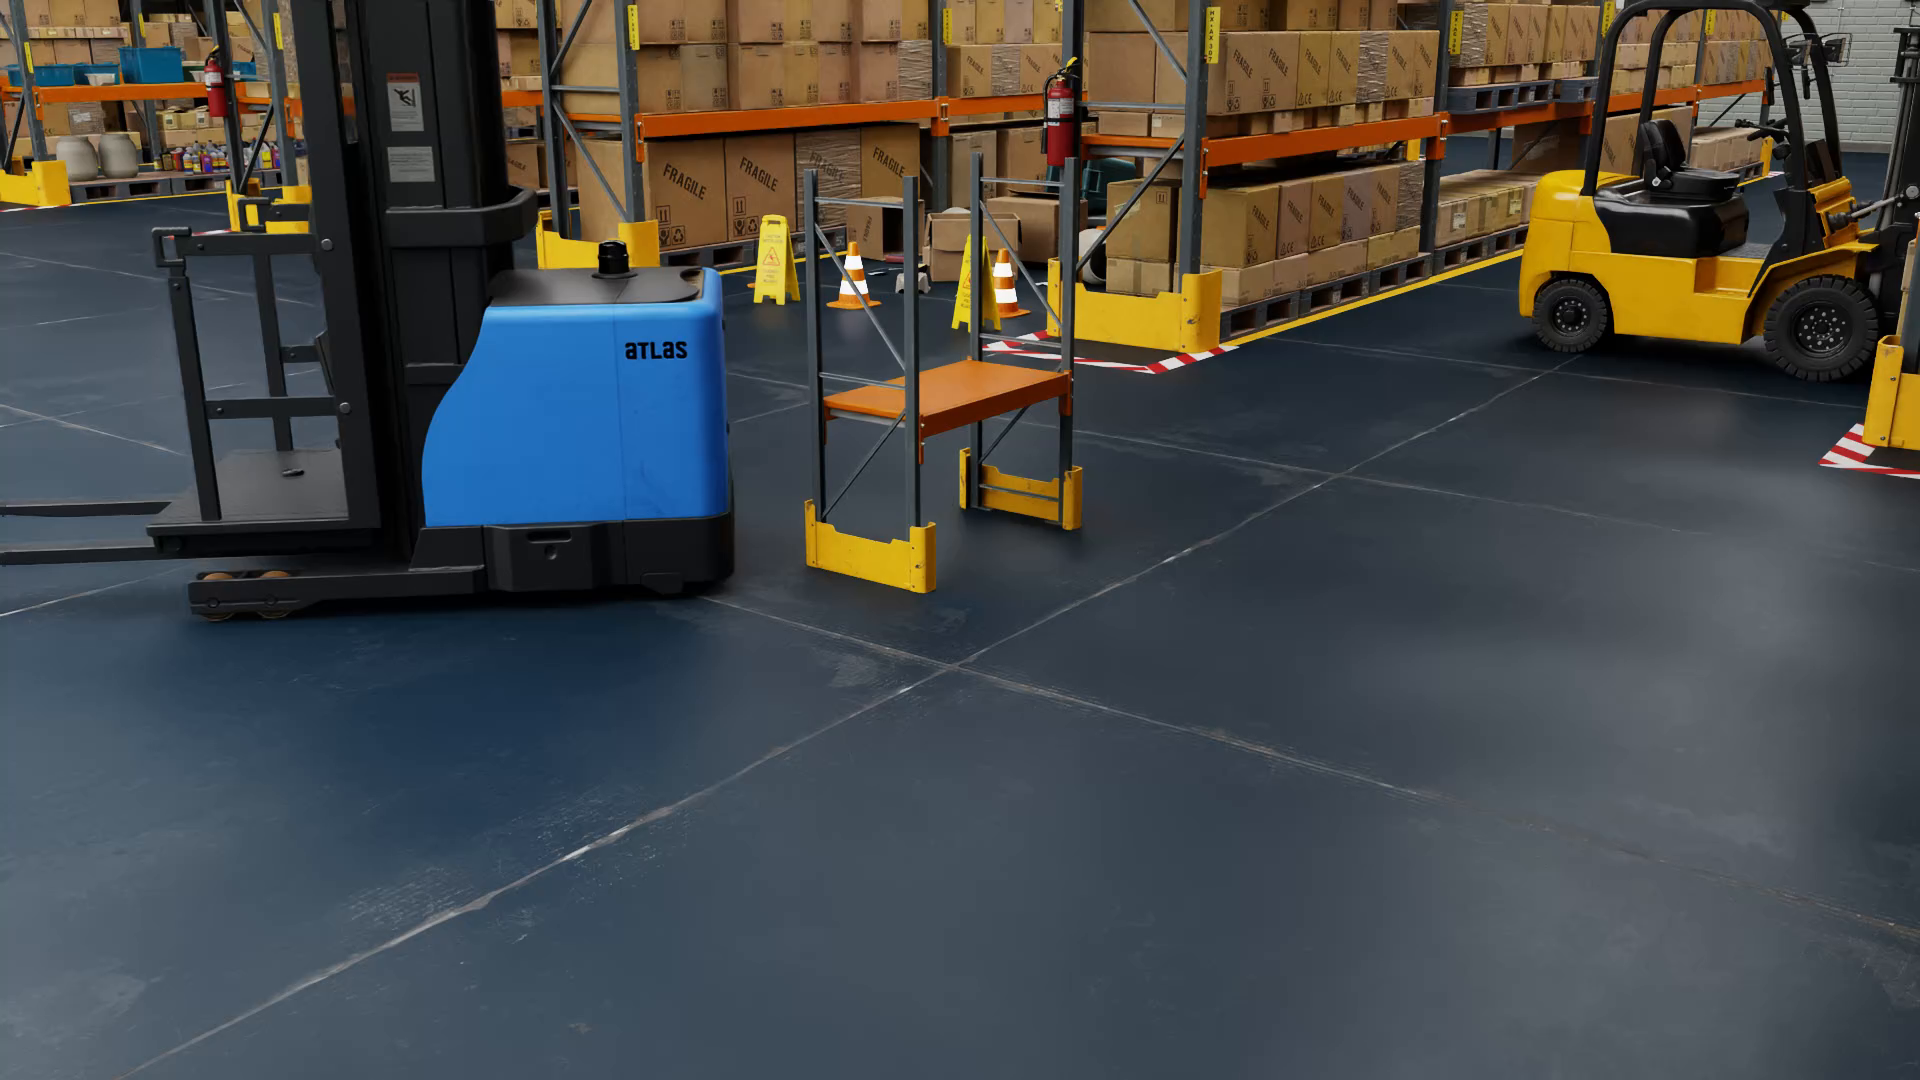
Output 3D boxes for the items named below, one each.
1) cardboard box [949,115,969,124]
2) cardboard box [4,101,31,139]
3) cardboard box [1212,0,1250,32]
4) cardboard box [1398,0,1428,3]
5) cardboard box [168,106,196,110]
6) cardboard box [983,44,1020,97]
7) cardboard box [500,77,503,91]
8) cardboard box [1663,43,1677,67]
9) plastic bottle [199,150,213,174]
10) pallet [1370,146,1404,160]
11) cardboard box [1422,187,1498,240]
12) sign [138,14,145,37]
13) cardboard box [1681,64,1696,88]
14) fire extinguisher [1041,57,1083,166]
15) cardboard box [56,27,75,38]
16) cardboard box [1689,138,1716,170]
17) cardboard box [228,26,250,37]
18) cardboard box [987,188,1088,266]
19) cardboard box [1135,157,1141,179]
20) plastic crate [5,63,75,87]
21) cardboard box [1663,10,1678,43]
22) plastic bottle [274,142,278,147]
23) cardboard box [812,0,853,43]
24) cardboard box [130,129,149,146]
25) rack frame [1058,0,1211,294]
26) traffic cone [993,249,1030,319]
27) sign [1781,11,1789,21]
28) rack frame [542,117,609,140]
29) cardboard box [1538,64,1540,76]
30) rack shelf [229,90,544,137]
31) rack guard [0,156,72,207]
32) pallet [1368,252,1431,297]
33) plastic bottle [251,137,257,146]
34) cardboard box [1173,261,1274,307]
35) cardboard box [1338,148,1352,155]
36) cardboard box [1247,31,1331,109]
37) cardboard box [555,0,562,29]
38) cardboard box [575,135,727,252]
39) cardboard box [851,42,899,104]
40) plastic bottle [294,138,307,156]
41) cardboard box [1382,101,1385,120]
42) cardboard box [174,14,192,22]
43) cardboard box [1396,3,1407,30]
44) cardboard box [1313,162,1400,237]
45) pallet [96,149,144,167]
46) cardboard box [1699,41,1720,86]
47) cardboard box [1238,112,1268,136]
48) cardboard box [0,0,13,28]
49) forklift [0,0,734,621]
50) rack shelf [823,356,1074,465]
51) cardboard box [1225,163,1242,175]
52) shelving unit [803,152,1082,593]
[{"bbox_3d":[-0.619,-6.160,24.398,1.225,0.875,0.875,12,21,33],"label":"cardboard box"},{"bbox_3d":[-13.432,-5.927,23.437,0.500,0.500,0.500,12,21,35],"label":"cardboard box"},{"bbox_3d":[1.523,-3.681,11.183,0.700,0.500,0.500,13,21,35],"label":"cardboard box"},{"bbox_3d":[3.964,-4.703,14.360,0.380,0.149,0.250,12,21,33],"label":"cardboard box"},{"bbox_3d":[-12.127,-6.617,25.976,0.500,0.311,0.500,13,22,36],"label":"cardboard box"},{"bbox_3d":[0.264,-4.783,16.921,0.500,0.500,0.500,13,21,35],"label":"cardboard box"},{"bbox_3d":[-5.166,-4.926,17.972,0.380,0.149,0.250,12,21,35],"label":"cardboard box"},{"bbox_3d":[7.573,-5.367,18.377,0.500,0.250,0.500,13,22,36],"label":"cardboard box"},{"bbox_3d":[-9.370,-4.701,20.662,0.061,0.283,0.133,13,21,36],"label":"plastic bottle"},{"bbox_3d":[6.026,-5.859,25.254,1.003,0.211,1.213,12,21,35],"label":"pallet"},{"bbox_3d":[4.206,-2.930,14.843,0.950,0.372,0.625,14,22,38],"label":"cardboard box"},{"bbox_3d":[-11.996,-7.543,24.383,0.100,0.325,0.005,12,21,35],"label":"sign"},{"bbox_3d":[8.172,-5.369,19.229,0.500,0.250,0.500,12,21,33],"label":"cardboard box"},{"bbox_3d":[0.648,-2.751,10.676,0.296,0.674,0.183,12,21,35],"label":"fire extinguisher"},{"bbox_3d":[-12.891,-7.260,23.803,0.380,0.149,0.250,12,21,35],"label":"cardboard box"},{"bbox_3d":[8.697,-4.700,20.432,0.875,0.438,0.875,12,21,34],"label":"cardboard box"},{"bbox_3d":[-13.545,-9.286,30.886,0.500,0.500,0.500,13,22,36],"label":"cardboard box"},{"bbox_3d":[0.650,-2.697,14.350,0.797,0.637,0.503,12,21,35],"label":"cardboard box"},{"bbox_3d":[2.444,-4.620,20.071,0.500,0.500,0.500,11,21,32],"label":"cardboard box"},{"bbox_3d":[-10.792,-5.462,19.524,0.499,0.251,0.616,12,21,35],"label":"plastic crate"},{"bbox_3d":[7.552,-5.725,18.267,0.500,0.500,0.500,13,22,36],"label":"cardboard box"},{"bbox_3d":[-9.094,-5.127,22.035,0.061,0.283,0.133,12,21,35],"label":"plastic bottle"},{"bbox_3d":[-1.480,-4.787,15.028,0.875,0.550,0.550,12,21,35],"label":"cardboard box"},{"bbox_3d":[-12.428,-6.227,25.666,0.500,0.250,0.500,12,21,34],"label":"cardboard box"},{"bbox_3d":[1.086,-2.734,10.490,1.000,3.000,0.127,12,21,35],"label":"rack frame"},{"bbox_3d":[0.307,-1.853,11.931,0.336,0.463,0.334,12,21,35],"label":"traffic cone"},{"bbox_3d":[11.047,-7.112,22.236,0.100,0.325,0.005,12,21,35],"label":"sign"},{"bbox_3d":[-4.489,-5.438,19.197,1.000,3.000,0.127,12,21,35],"label":"rack frame"},{"bbox_3d":[5.071,-4.292,15.222,0.380,0.149,0.250,13,21,35],"label":"cardboard box"},{"bbox_3d":[-5.681,-4.618,17.770,1.077,0.370,4.000,12,21,35],"label":"rack shelf"},{"bbox_3d":[-10.843,-4.193,19.404,1.175,0.500,0.348,12,21,35],"label":"rack guard"},{"bbox_3d":[3.098,-2.189,13.437,1.003,0.211,1.213,12,21,35],"label":"pallet"},{"bbox_3d":[-9.281,-5.139,21.960,0.144,0.351,0.185,13,22,36],"label":"plastic bottle"},{"bbox_3d":[1.789,-1.765,11.297,0.500,0.250,0.500,12,21,34],"label":"cardboard box"},{"bbox_3d":[5.416,-5.628,23.909,0.380,0.149,0.250,12,21,33],"label":"cardboard box"},{"bbox_3d":[2.200,-3.233,11.428,0.500,0.500,0.500,12,21,34],"label":"cardboard box"},{"bbox_3d":[-4.536,-5.950,18.488,0.500,0.500,0.500,12,21,35],"label":"cardboard box"},{"bbox_3d":[-2.598,-2.944,14.040,0.875,0.875,0.875,13,21,35],"label":"cardboard box"},{"bbox_3d":[-1.086,-4.384,15.551,0.875,0.550,0.550,12,21,35],"label":"cardboard box"},{"bbox_3d":[-8.619,-5.054,21.685,0.144,0.351,0.185,12,21,33],"label":"plastic bottle"},{"bbox_3d":[3.002,-3.271,12.642,0.380,0.149,0.250,12,21,34],"label":"cardboard box"},{"bbox_3d":[-14.221,-9.497,30.263,0.380,0.149,0.250,9,20,28],"label":"cardboard box"},{"bbox_3d":[3.561,-4.228,13.922,0.500,0.500,0.500,12,21,34],"label":"cardboard box"},{"bbox_3d":[3.031,-2.623,12.795,0.500,0.500,0.500,13,21,36],"label":"cardboard box"},{"bbox_3d":[-12.950,-5.676,24.665,1.003,0.211,1.213,12,21,35],"label":"pallet"},{"bbox_3d":[8.726,-5.706,19.890,0.500,0.500,0.500,13,22,36],"label":"cardboard box"},{"bbox_3d":[1.817,-2.770,11.030,0.380,0.149,0.250,12,21,33],"label":"cardboard box"},{"bbox_3d":[-13.599,-7.391,23.131,0.700,0.500,0.500,12,21,35],"label":"cardboard box"},{"bbox_3d":[-2.389,-1.281,5.928,3.031,2.935,1.130,-2,17,-7],"label":"forklift"},{"bbox_3d":[-0.051,-0.524,6.509,0.538,0.185,1.000,12,21,35],"label":"rack shelf"},{"bbox_3d":[1.830,-2.747,12.103,0.380,0.149,0.250,14,22,37],"label":"cardboard box"},{"bbox_3d":[-0.045,-0.698,6.463,0.587,1.500,1.083,12,21,35],"label":"shelving unit"}]
